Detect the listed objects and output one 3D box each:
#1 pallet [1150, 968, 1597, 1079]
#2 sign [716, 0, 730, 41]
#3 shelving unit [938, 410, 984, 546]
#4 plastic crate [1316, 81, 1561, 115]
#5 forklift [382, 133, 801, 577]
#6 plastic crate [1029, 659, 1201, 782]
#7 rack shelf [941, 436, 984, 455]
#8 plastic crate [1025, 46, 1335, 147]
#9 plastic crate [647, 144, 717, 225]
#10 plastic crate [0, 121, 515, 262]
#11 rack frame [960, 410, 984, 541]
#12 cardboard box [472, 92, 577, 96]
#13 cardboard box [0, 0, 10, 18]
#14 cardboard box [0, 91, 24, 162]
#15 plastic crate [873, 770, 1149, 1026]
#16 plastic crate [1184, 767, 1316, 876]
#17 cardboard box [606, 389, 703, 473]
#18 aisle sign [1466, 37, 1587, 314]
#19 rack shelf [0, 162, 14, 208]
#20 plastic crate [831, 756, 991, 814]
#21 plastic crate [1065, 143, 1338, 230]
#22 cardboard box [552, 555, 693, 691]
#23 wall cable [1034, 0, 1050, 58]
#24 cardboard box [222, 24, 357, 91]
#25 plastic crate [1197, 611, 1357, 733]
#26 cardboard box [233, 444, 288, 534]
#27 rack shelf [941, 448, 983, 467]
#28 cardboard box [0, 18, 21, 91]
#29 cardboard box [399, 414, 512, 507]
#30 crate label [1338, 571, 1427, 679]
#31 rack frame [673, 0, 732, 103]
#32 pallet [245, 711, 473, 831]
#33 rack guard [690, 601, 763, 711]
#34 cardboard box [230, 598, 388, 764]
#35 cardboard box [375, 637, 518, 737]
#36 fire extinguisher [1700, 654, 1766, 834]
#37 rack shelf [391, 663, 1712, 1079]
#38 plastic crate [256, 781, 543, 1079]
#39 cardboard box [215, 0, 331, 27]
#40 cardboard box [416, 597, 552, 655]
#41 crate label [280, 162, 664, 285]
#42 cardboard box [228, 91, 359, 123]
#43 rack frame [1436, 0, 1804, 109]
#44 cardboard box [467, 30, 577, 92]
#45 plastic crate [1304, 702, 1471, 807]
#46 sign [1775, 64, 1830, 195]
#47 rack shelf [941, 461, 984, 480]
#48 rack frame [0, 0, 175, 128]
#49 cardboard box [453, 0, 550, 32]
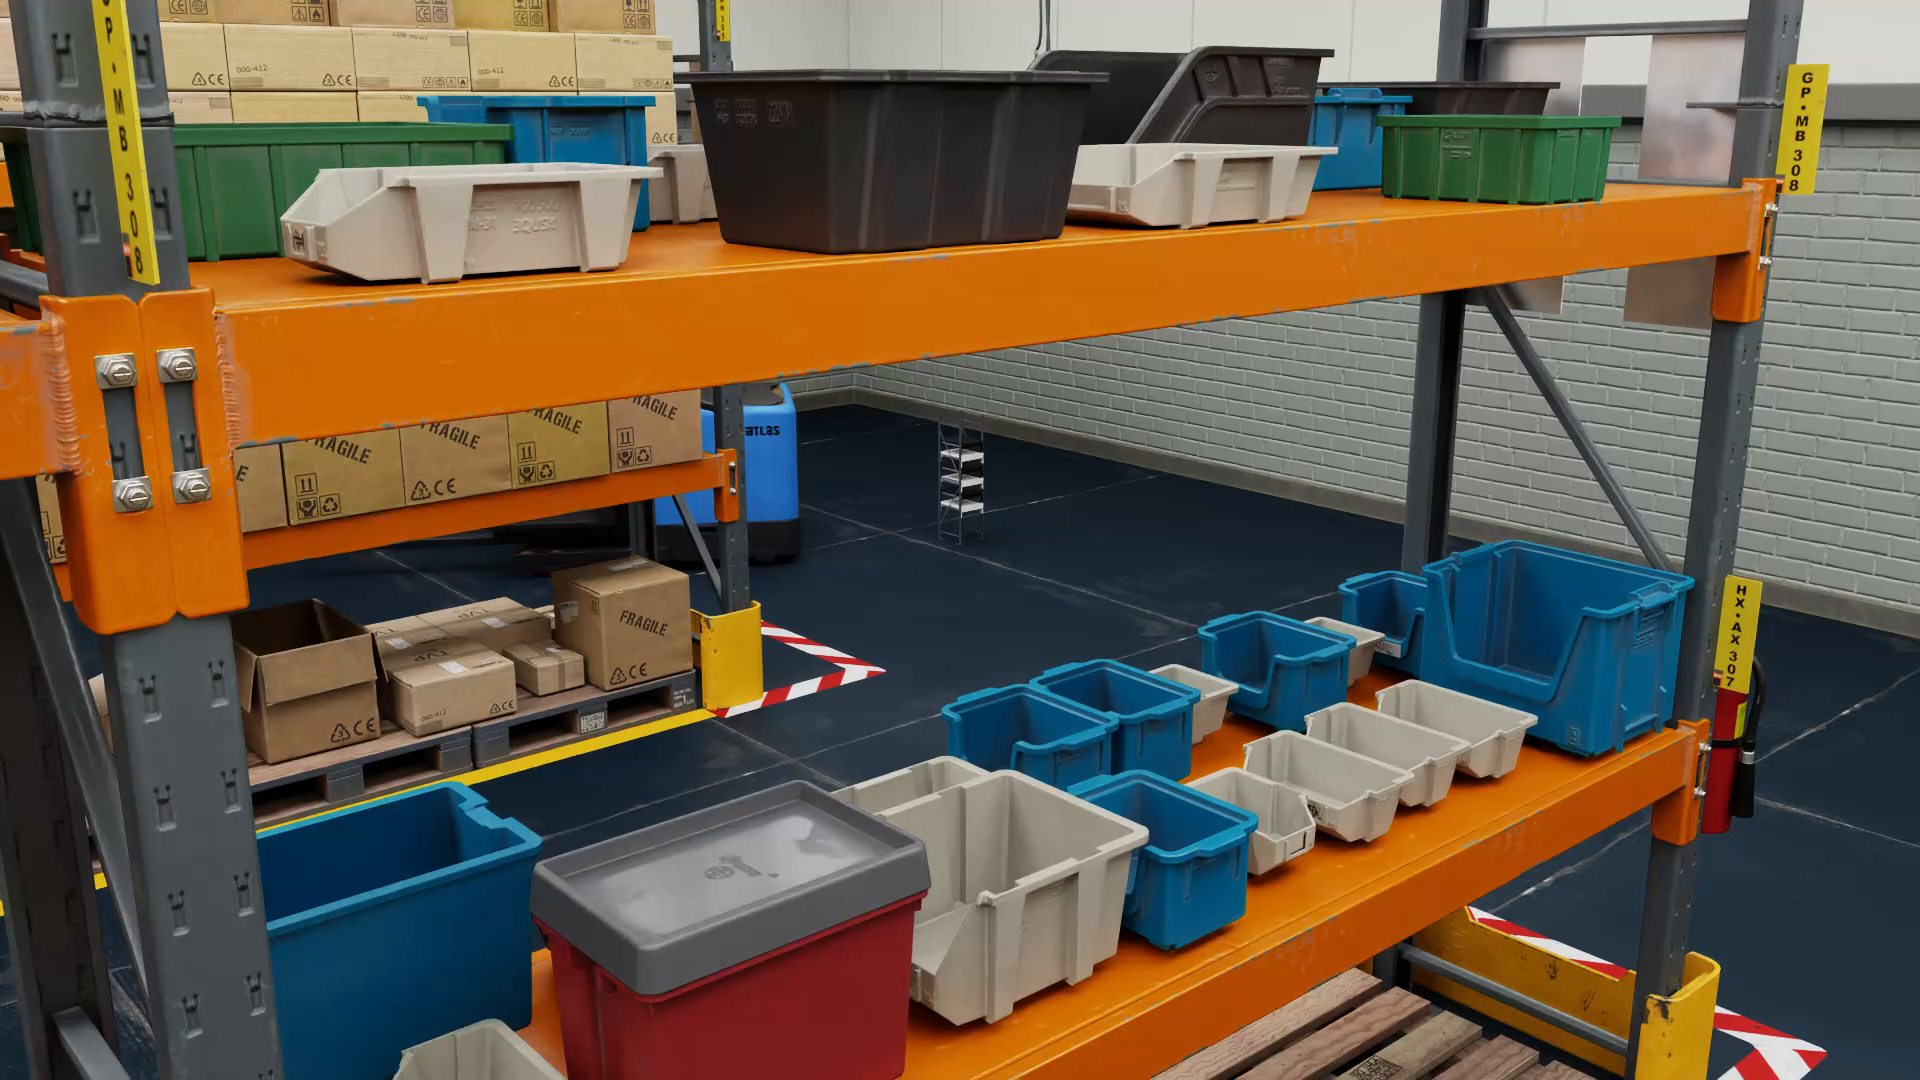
[{"bbox_3d":[1.145,1.717,4.912,1.213,0.211,1.003,-13,19,-39],"label":"pallet"},{"bbox_3d":[-1.107,-2.493,7.741,0.005,0.325,0.100,-13,19,-39],"label":"sign"},{"bbox_3d":[0.006,-0.436,11.639,0.210,0.900,0.258,-13,19,-39],"label":"shelving unit"},{"bbox_3d":[1.319,-1.137,4.636,0.590,0.269,0.497,-13,19,-39],"label":"plastic crate"},{"bbox_3d":[-2.630,-1.322,11.020,3.031,2.935,1.130,-2,15,-8],"label":"forklift"},{"bbox_3d":[0.397,0.491,4.309,0.300,0.233,0.416,-13,19,-39],"label":"plastic crate"},{"bbox_3d":[0.006,-0.665,11.578,0.200,0.077,0.258,-13,19,-39],"label":"rack shelf"},{"bbox_3d":[0.460,-0.976,3.899,0.767,0.338,0.504,-13,19,-39],"label":"plastic crate"},{"bbox_3d":[-0.515,-0.696,3.241,0.466,0.136,0.293,-13,19,-39],"label":"plastic crate"},{"bbox_3d":[-1.104,-0.562,2.639,0.662,0.188,0.450,-13,19,-39],"label":"plastic crate"},{"bbox_3d":[0.083,-0.453,11.703,0.006,0.900,0.240,-13,19,-39],"label":"rack frame"},{"bbox_3d":[-2.055,-1.883,7.464,0.500,0.250,0.500,-13,19,-39],"label":"cardboard box"},{"bbox_3d":[-3.661,-2.177,6.143,0.500,0.500,0.700,-13,19,-39],"label":"cardboard box"},{"bbox_3d":[-3.564,-1.544,6.197,0.500,0.250,0.500,-13,19,-39],"label":"cardboard box"},{"bbox_3d":[0.048,0.721,3.352,0.530,0.282,0.437,-13,19,-39],"label":"plastic crate"},{"bbox_3d":[0.663,0.662,3.855,0.250,0.136,0.298,-13,19,-39],"label":"plastic crate"},{"bbox_3d":[-1.615,-0.646,8.164,0.500,0.500,0.500,-12,19,-38],"label":"cardboard box"},{"bbox_3d":[1.652,-1.088,4.973,0.004,0.787,0.394,-13,19,-39],"label":"aisle sign"},{"bbox_3d":[-2.965,-1.490,7.097,4.000,0.370,1.077,-13,19,-39],"label":"rack shelf"},{"bbox_3d":[-0.108,0.660,3.860,0.466,0.136,0.293,-13,19,-39],"label":"plastic crate"},{"bbox_3d":[0.397,-0.686,3.202,0.530,0.136,0.437,-13,19,-39],"label":"plastic crate"},{"bbox_3d":[-1.704,0.408,8.401,0.500,0.500,0.500,-13,19,-39],"label":"cardboard box"},{"bbox_3d":[-0.209,-3.978,15.220,0.112,2.526,3.097,-13,19,-39],"label":"wall cable"},{"bbox_3d":[-2.806,-1.954,6.762,0.500,0.250,0.500,-13,19,-39],"label":"cardboard box"},{"bbox_3d":[0.894,0.379,4.727,0.300,0.233,0.416,-13,19,-39],"label":"plastic crate"},{"bbox_3d":[-3.147,-0.303,6.877,0.500,0.500,0.500,-13,20,-40],"label":"cardboard box"},{"bbox_3d":[0.006,-0.578,11.601,0.200,0.077,0.258,-13,19,-39],"label":"rack shelf"},{"bbox_3d":[-3.568,-1.787,6.136,0.500,0.250,0.500,-13,19,-39],"label":"cardboard box"},{"bbox_3d":[-2.384,-0.474,7.520,0.500,0.500,0.500,-12,19,-39],"label":"cardboard box"},{"bbox_3d":[1.390,0.268,5.144,0.303,0.233,0.416,-13,19,-39],"label":"crate label"},{"bbox_3d":[-1.456,-3.625,7.885,0.127,3.000,1.000,-13,19,-39],"label":"rack frame"},{"bbox_3d":[-3.034,0.974,7.695,1.213,0.211,1.003,-13,19,-39],"label":"pallet"},{"bbox_3d":[-1.513,0.493,8.934,0.348,0.500,1.175,-13,19,-39],"label":"rack guard"},{"bbox_3d":[-3.060,0.625,7.583,0.637,0.503,0.797,-13,19,-39],"label":"cardboard box"},{"bbox_3d":[-2.441,0.684,7.852,0.500,0.250,0.500,-13,19,-39],"label":"cardboard box"},{"bbox_3d":[2.205,0.518,4.869,0.183,0.674,0.296,-13,19,-39],"label":"fire extinguisher"},{"bbox_3d":[0.284,0.924,3.871,4.000,0.370,1.077,-13,19,-39],"label":"rack shelf"},{"bbox_3d":[-1.096,0.749,3.049,0.575,0.384,0.392,-13,19,-39],"label":"plastic crate"},{"bbox_3d":[-3.011,-2.377,6.893,0.500,0.500,0.700,-13,19,-39],"label":"cardboard box"},{"bbox_3d":[-2.430,0.510,8.502,0.500,0.250,0.500,-13,19,-39],"label":"cardboard box"},{"bbox_3d":[-0.666,-0.433,2.257,0.466,0.136,0.293,-13,19,-39],"label":"crate label"},{"bbox_3d":[-2.811,-1.714,6.833,0.500,0.250,0.500,-13,19,-39],"label":"cardboard box"},{"bbox_3d":[1.793,-2.660,4.273,0.127,3.000,1.000,-13,19,-39],"label":"rack frame"},{"bbox_3d":[-2.053,-2.124,7.398,0.500,0.250,0.500,-13,19,-39],"label":"cardboard box"},{"bbox_3d":[1.068,0.556,4.251,0.243,0.136,0.396,-13,19,-39],"label":"plastic crate"},{"bbox_3d":[2.166,-1.056,4.283,0.005,0.325,0.100,-13,19,-39],"label":"sign"},{"bbox_3d":[0.006,-0.491,11.624,0.200,0.077,0.258,-13,19,-39],"label":"rack shelf"},{"bbox_3d":[-1.225,-1.983,1.736,0.127,3.000,1.000,-13,19,-39],"label":"rack frame"},{"bbox_3d":[-2.265,-2.549,7.537,0.500,0.500,0.700,-13,19,-39],"label":"cardboard box"}]
